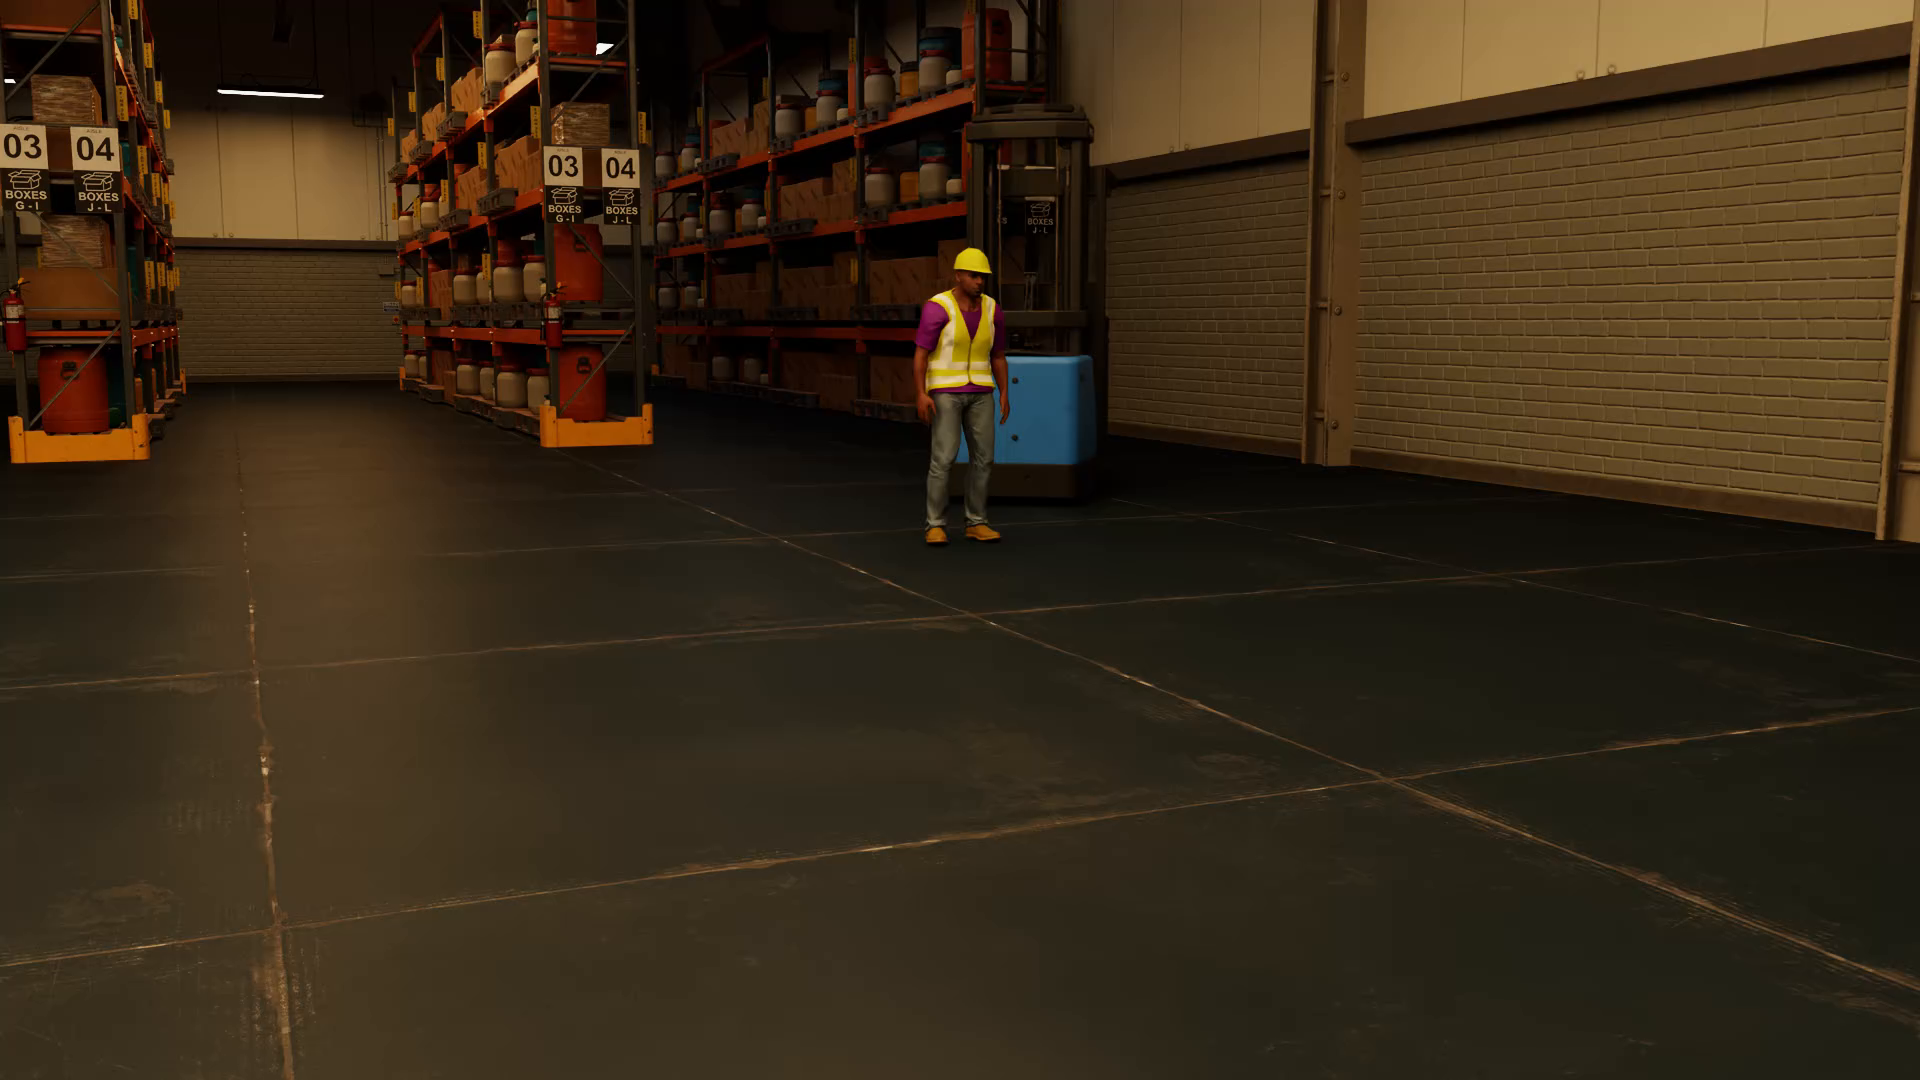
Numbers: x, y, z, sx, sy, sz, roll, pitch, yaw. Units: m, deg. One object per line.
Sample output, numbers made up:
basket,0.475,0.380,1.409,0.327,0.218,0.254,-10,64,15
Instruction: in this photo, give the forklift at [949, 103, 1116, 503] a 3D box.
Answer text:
forklift,0.644,-1.885,13.238,1.130,2.935,3.031,2,8,12

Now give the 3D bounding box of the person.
person,0.024,-0.866,10.006,0.626,1.760,0.460,-4,8,-25
